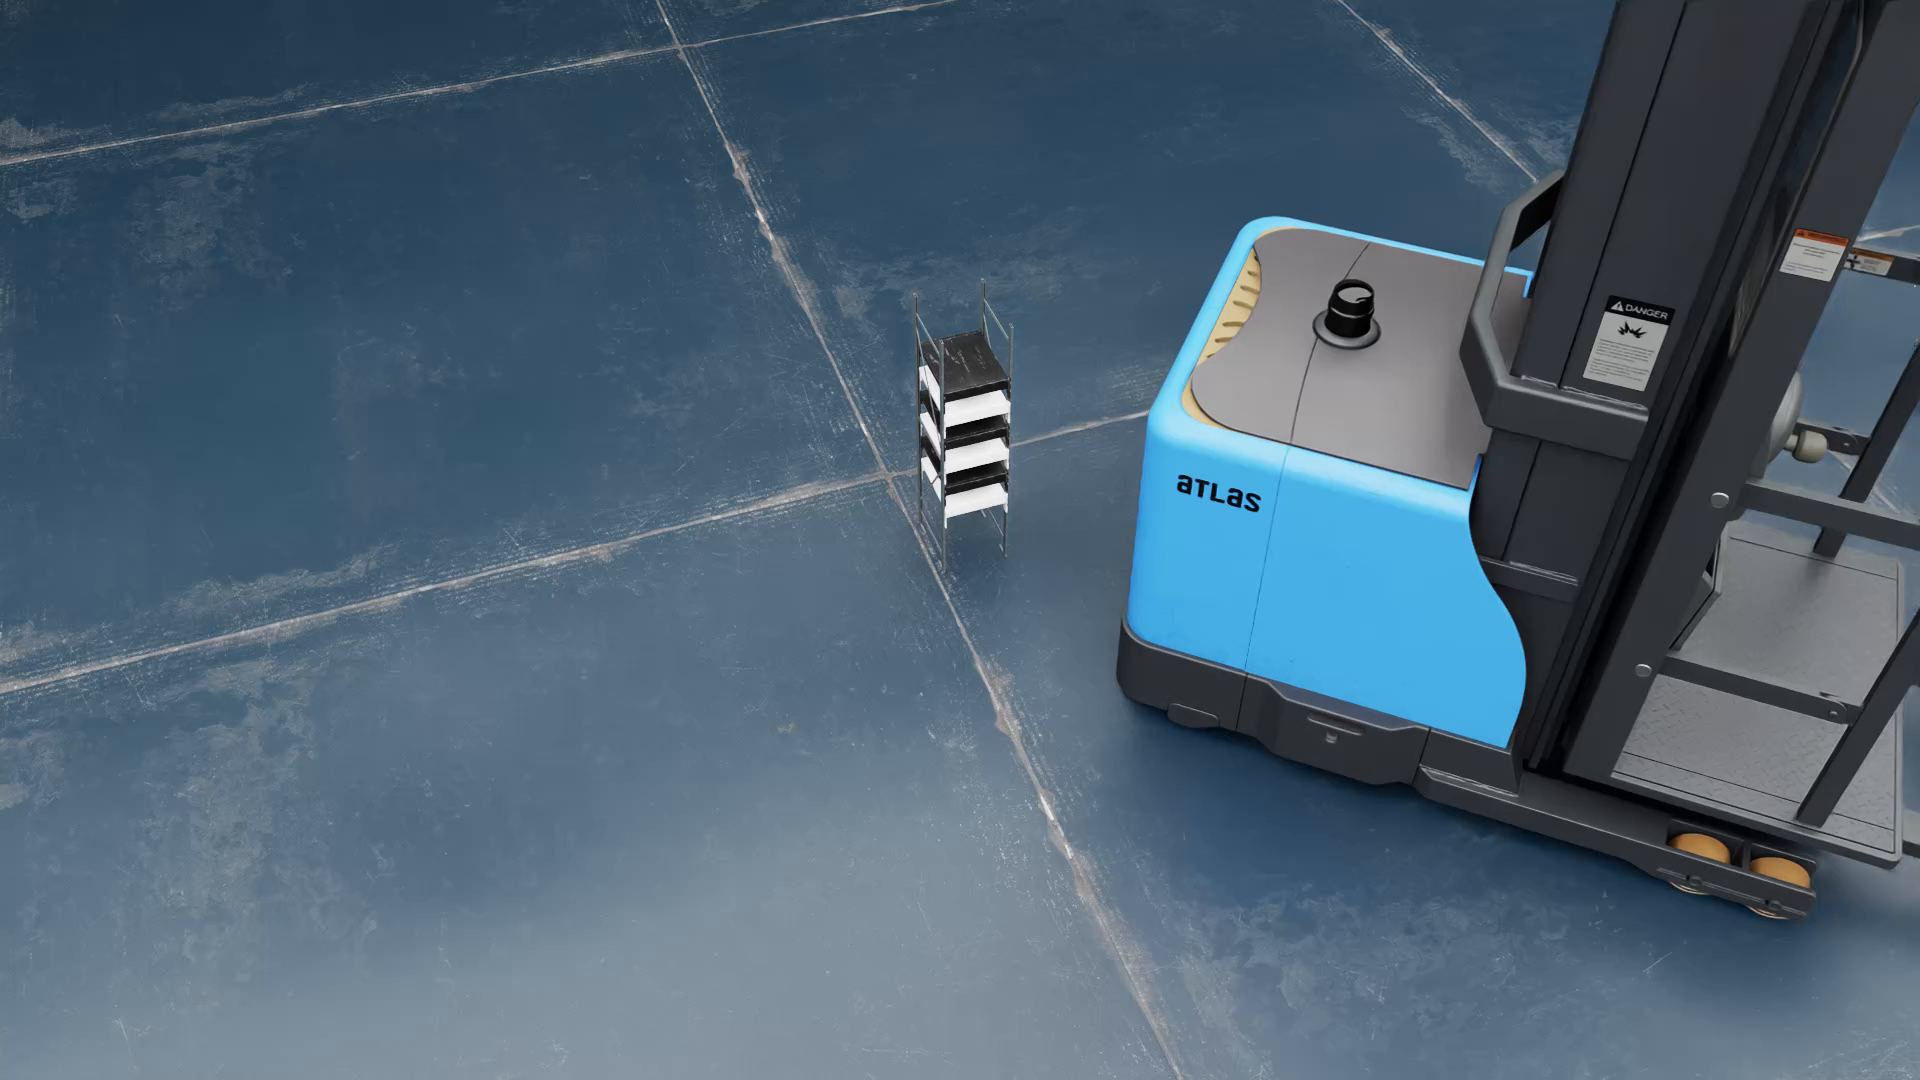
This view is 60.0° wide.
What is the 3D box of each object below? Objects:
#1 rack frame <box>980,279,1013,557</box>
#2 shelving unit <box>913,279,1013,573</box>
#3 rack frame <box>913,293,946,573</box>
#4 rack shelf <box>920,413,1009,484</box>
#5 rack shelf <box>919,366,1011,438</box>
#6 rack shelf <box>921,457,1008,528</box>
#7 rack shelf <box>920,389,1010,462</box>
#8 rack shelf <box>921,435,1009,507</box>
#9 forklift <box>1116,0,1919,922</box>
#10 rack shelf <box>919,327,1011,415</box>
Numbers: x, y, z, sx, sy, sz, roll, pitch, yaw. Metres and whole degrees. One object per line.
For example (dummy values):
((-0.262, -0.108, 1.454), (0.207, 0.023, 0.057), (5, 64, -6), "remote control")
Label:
((0.103, -0.344, 4.958), (0.006, 0.900, 0.240), (-14, 47, -14), "rack frame")
((0.008, -0.320, 4.933), (0.210, 0.900, 0.258), (-14, 47, -14), "shelving unit")
((-0.088, -0.295, 4.909), (0.006, 0.900, 0.240), (-14, 47, -14), "rack frame")
((0.008, -0.296, 4.957), (0.200, 0.077, 0.258), (-14, 47, -14), "rack shelf")
((0.008, -0.423, 4.829), (0.200, 0.077, 0.258), (-14, 47, -14), "rack shelf")
((0.008, -0.169, 5.084), (0.200, 0.077, 0.258), (-14, 47, -14), "rack shelf")
((0.008, -0.360, 4.893), (0.200, 0.077, 0.258), (-14, 47, -14), "rack shelf")
((0.008, -0.233, 5.021), (0.200, 0.077, 0.258), (-14, 47, -14), "rack shelf")
((2.015, -0.493, 3.672), (3.031, 2.935, 1.130), (16, 47, 15), "forklift")
((0.008, -0.487, 4.766), (0.200, 0.077, 0.258), (-14, 47, -14), "rack shelf")
